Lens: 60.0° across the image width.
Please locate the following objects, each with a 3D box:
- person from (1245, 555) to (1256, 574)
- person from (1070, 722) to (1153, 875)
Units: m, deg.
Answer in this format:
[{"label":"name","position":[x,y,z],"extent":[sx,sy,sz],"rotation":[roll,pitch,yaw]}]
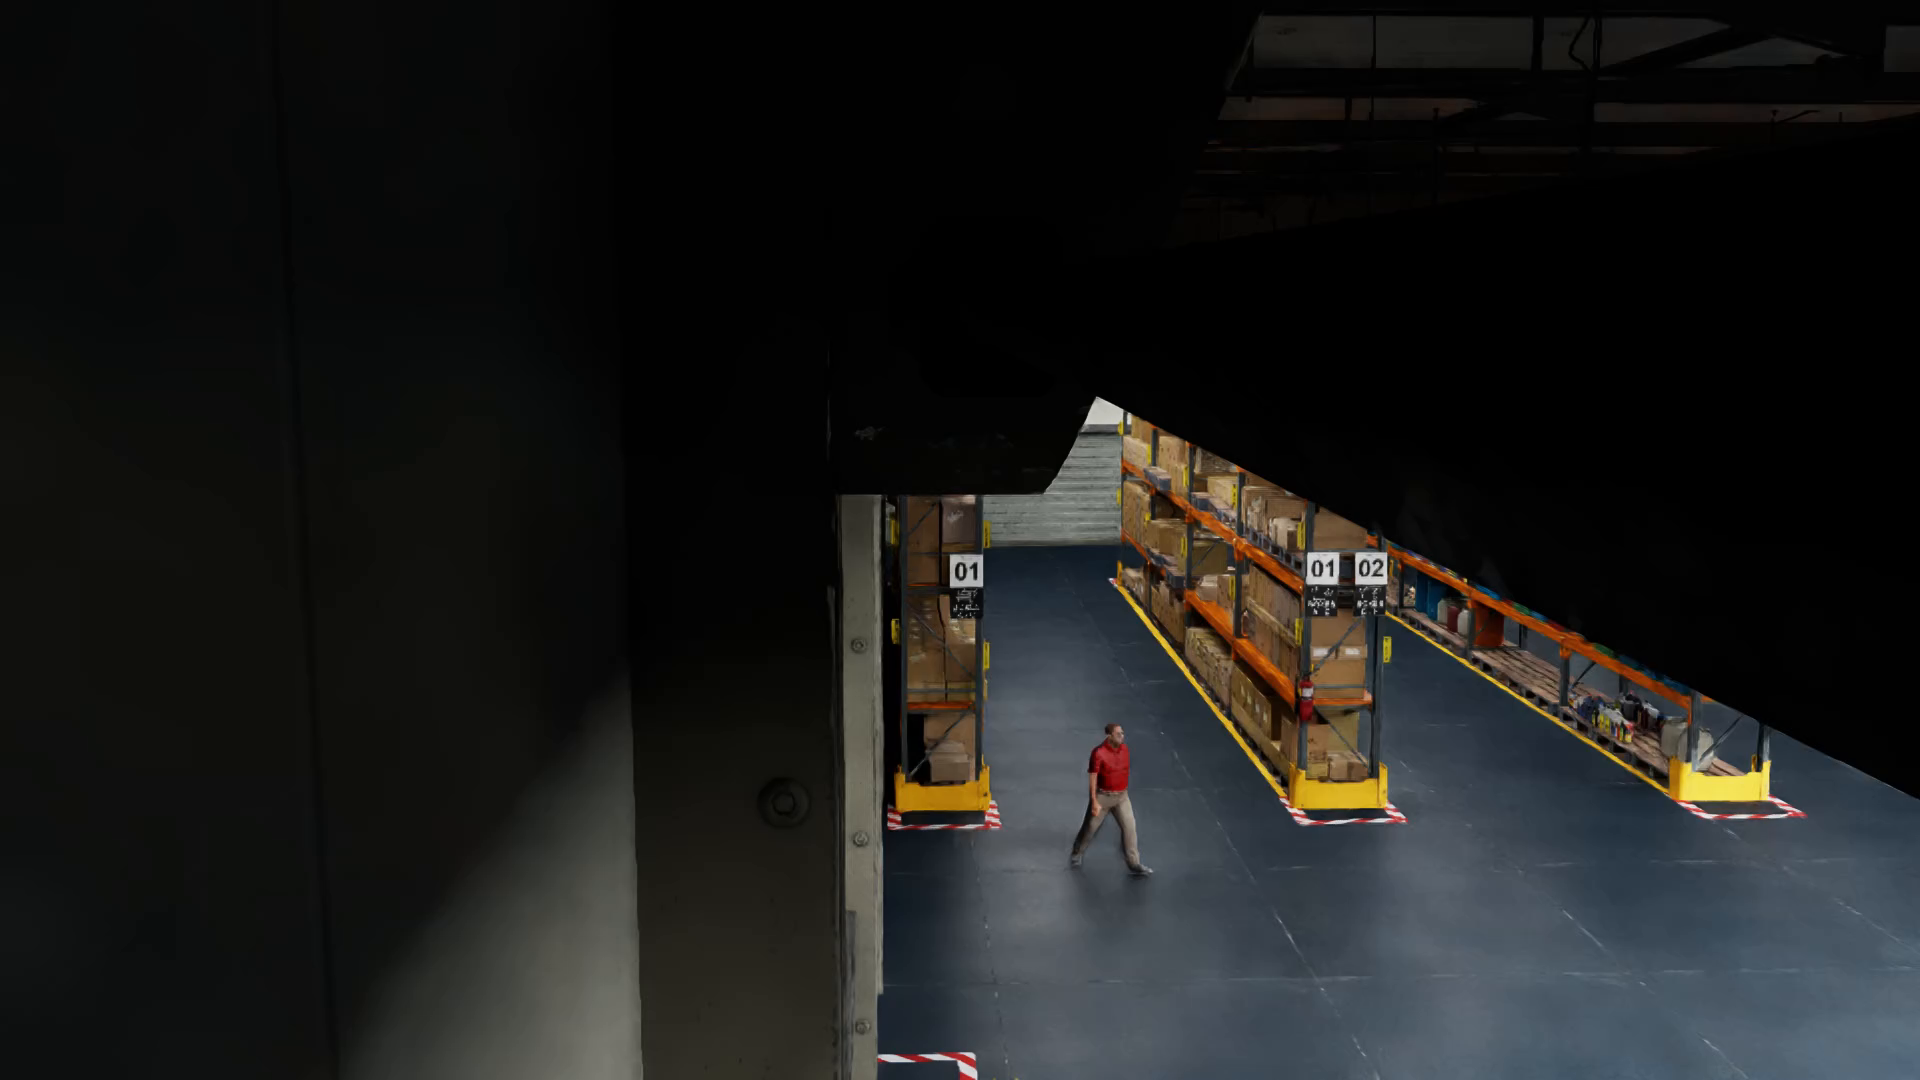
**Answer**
[{"label":"person","position":[6.671,-0.018,37.475],"extent":[0.517,1.654,0.679],"rotation":[4,9,27]},{"label":"person","position":[1.627,2.817,18.241],"extent":[0.612,1.691,0.952],"rotation":[-5,10,-29]}]
